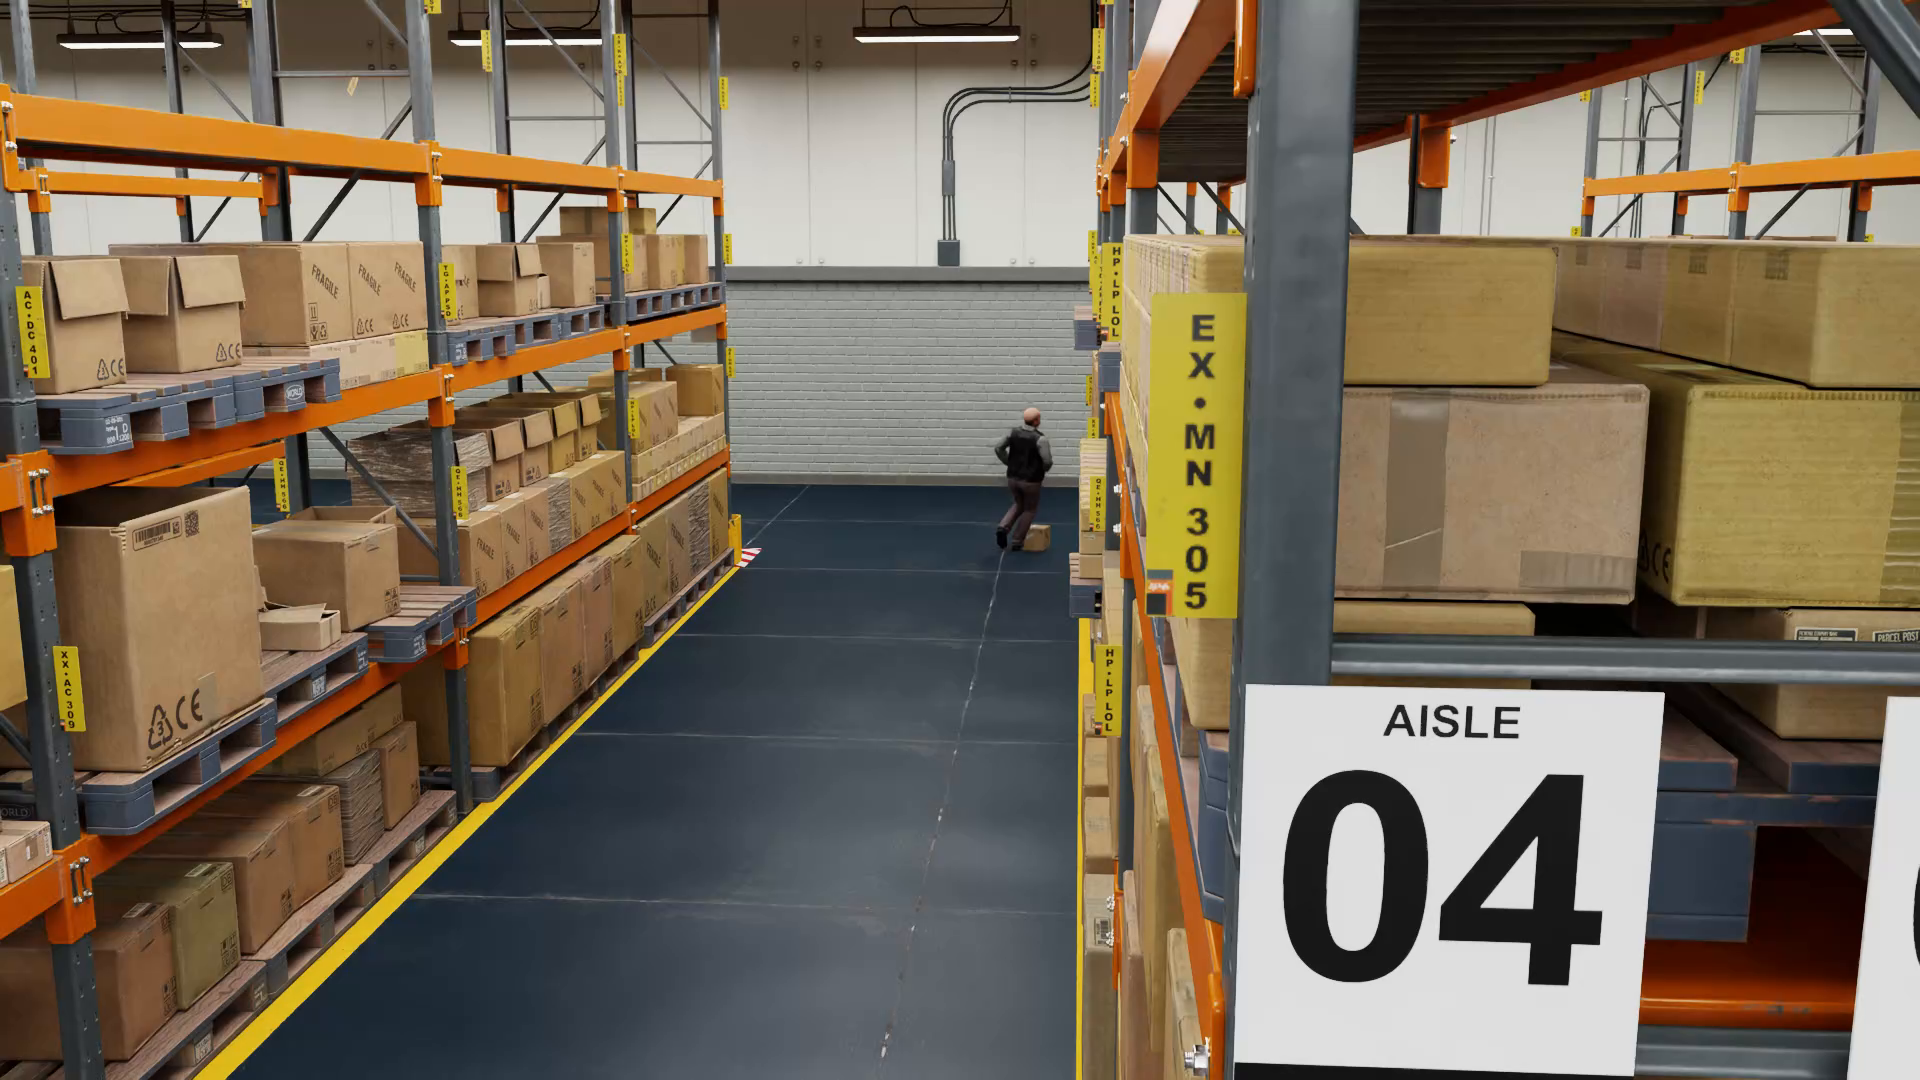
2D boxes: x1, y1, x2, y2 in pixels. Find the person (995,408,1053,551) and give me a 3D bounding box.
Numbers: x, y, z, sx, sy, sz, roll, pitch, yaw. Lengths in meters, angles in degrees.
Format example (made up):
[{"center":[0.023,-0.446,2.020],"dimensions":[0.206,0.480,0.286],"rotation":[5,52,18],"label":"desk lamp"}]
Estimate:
[{"center":[0.781,-0.686,18.786],"dimensions":[0.687,1.651,0.502],"rotation":[7,13,33],"label":"person"}]
